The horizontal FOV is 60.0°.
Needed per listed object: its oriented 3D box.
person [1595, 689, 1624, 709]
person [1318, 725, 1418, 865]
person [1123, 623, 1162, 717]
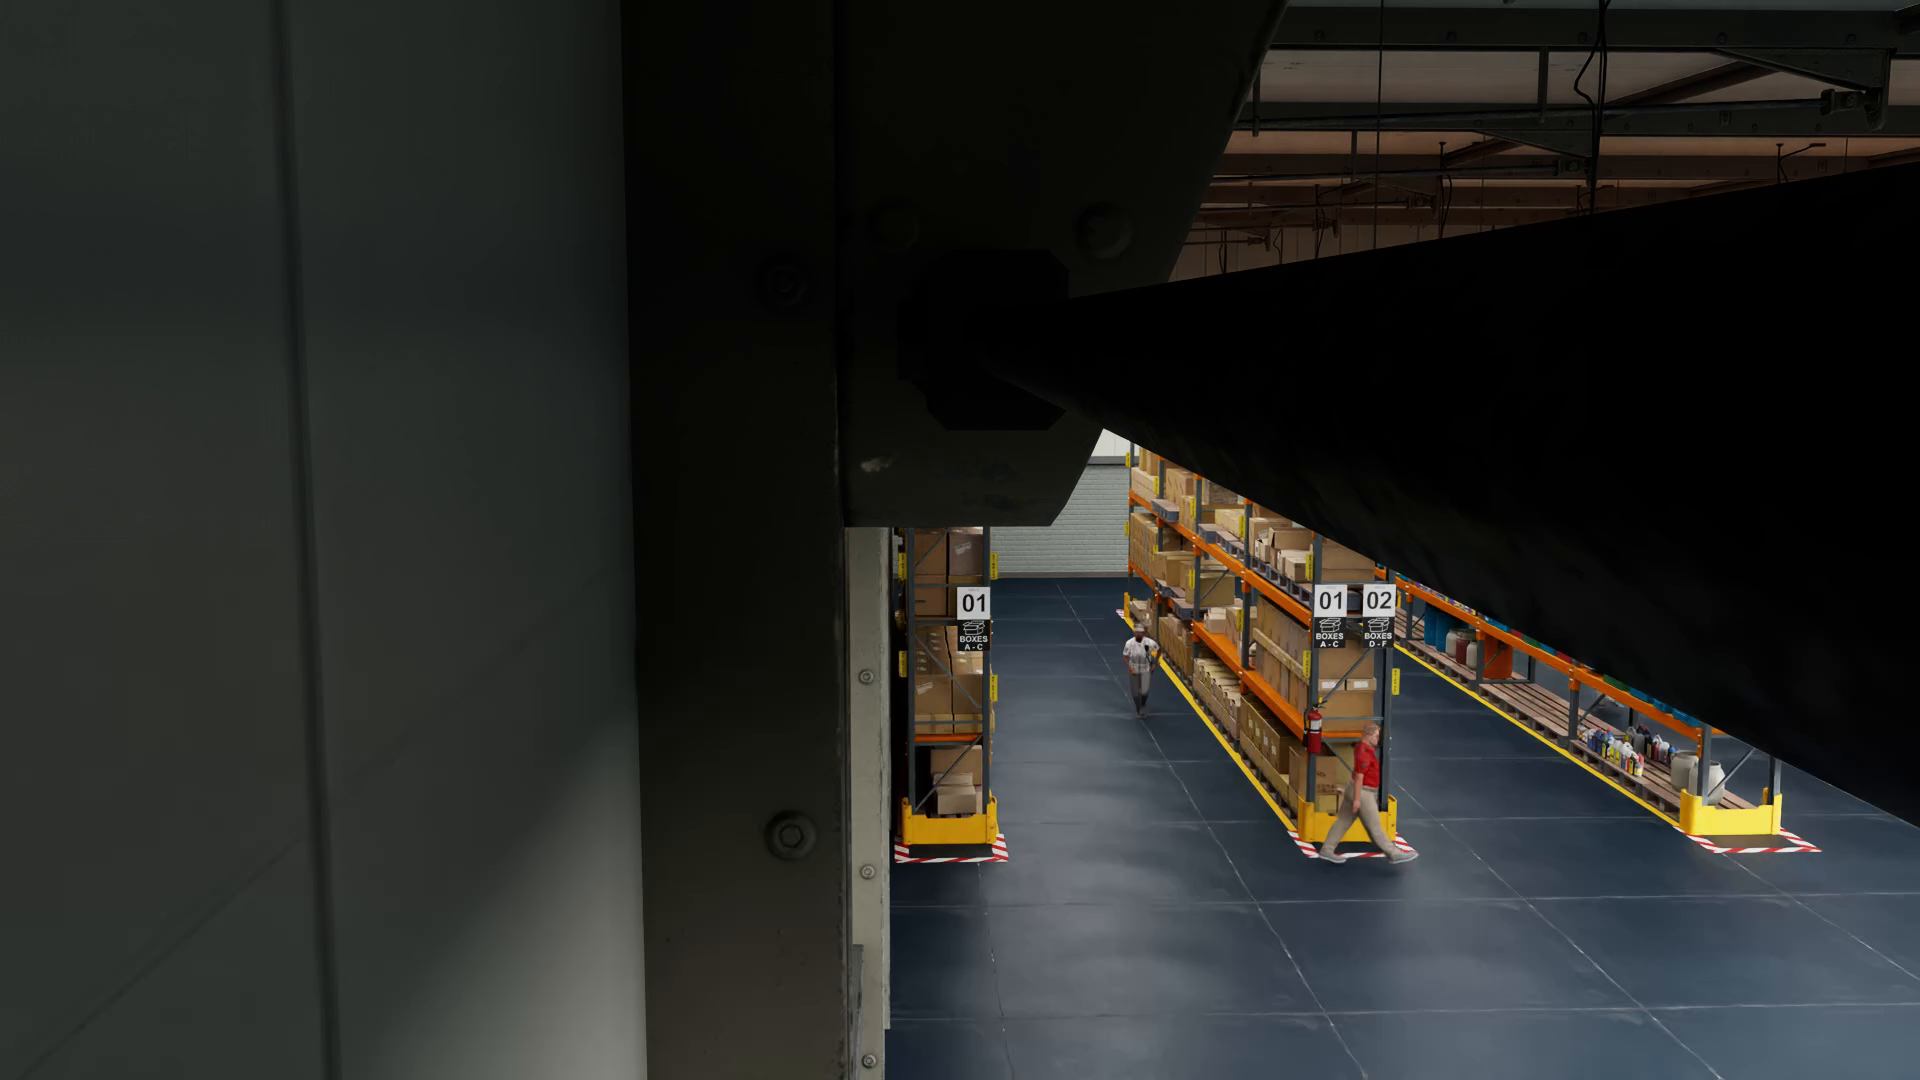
[{"bbox_3d":[10.721,1.943,27.577,0.584,1.748,0.541,2,7,12],"label":"person"},{"bbox_3d":[4.792,2.991,19.543,1.093,1.659,0.569,0,7,-3],"label":"person"},{"bbox_3d":[2.937,2.107,26.834,0.620,1.611,0.741,1,7,9],"label":"person"}]
